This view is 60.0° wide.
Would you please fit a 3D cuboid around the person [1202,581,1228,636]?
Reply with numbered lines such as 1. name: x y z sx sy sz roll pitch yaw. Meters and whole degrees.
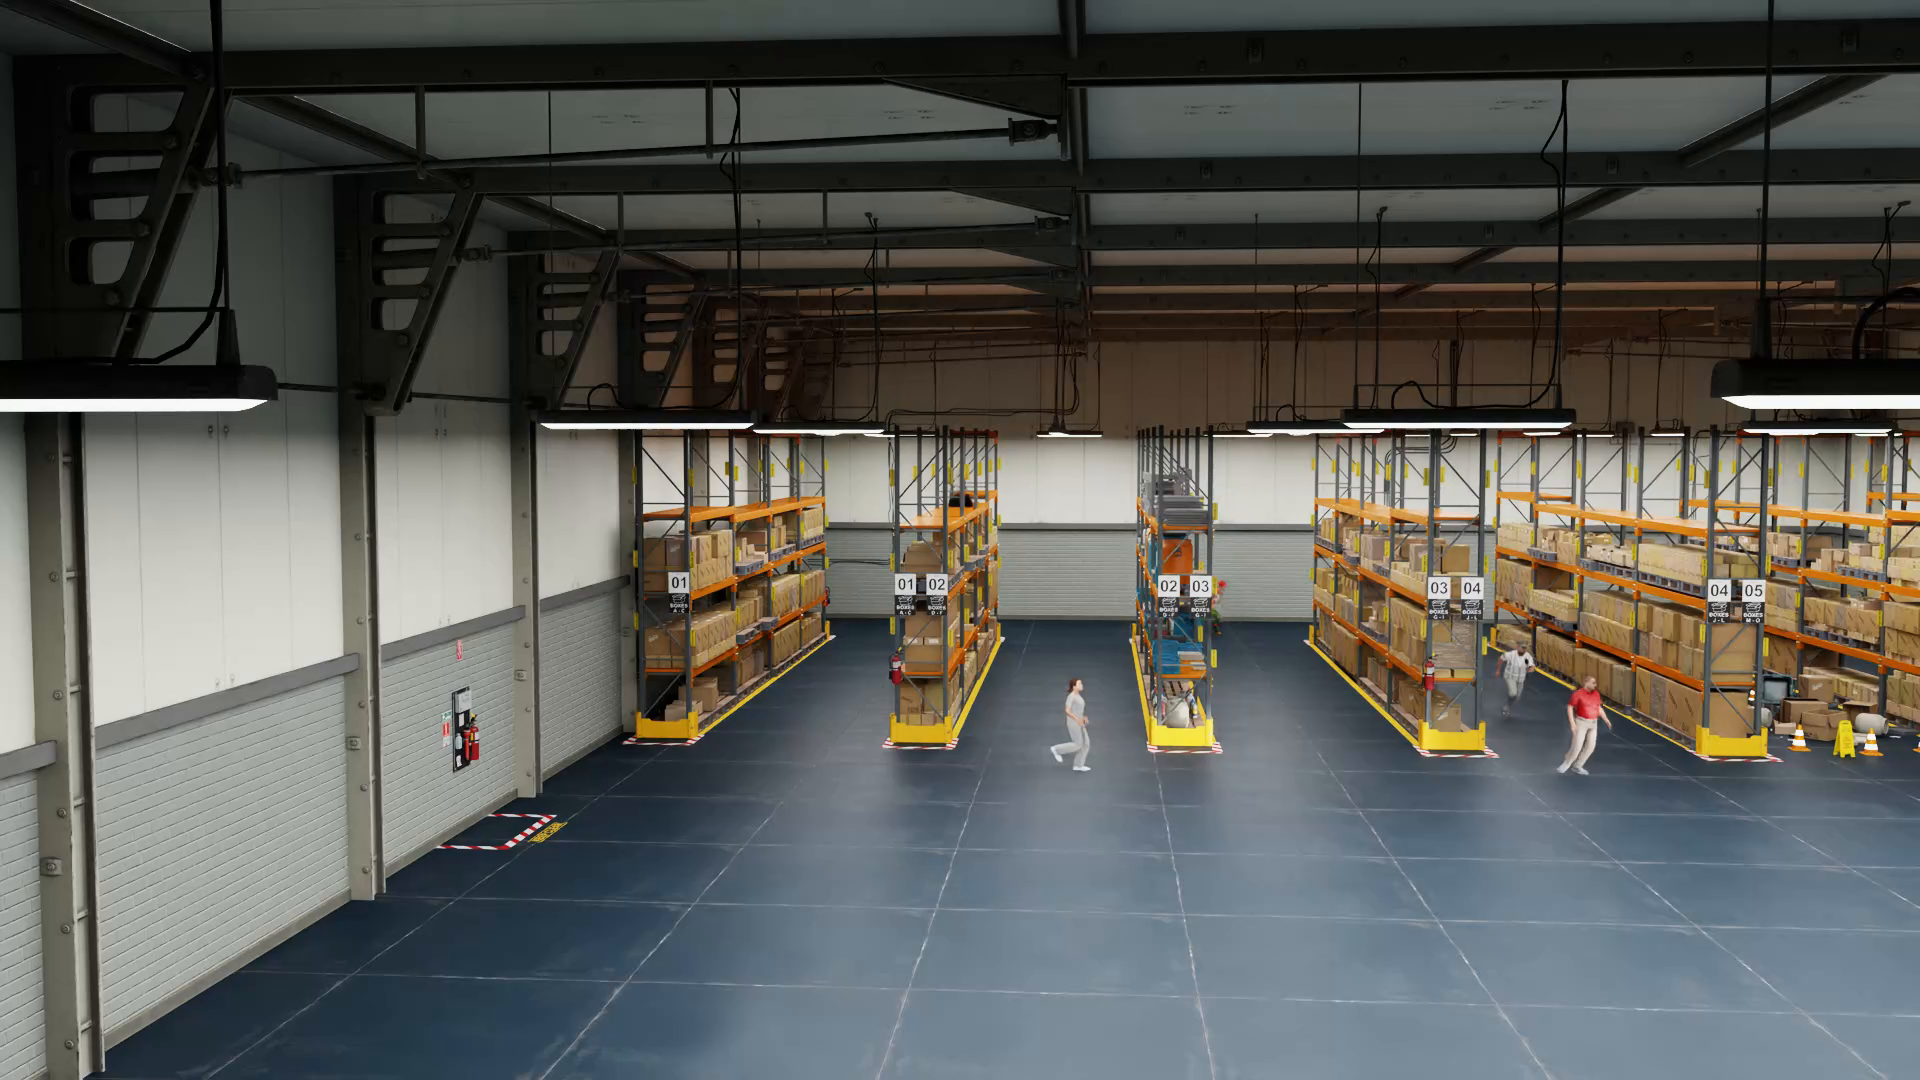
1. person: 7.278 1.989 48.737 1.135 1.604 0.688 2 4 24

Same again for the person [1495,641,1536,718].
1. person: 11.405 2.844 34.097 0.669 1.625 0.970 0 3 -8

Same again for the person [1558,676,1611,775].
1. person: 10.663 3.179 28.397 0.783 1.719 0.604 -2 4 -24

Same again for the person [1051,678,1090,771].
1. person: 1.938 3.185 28.800 0.695 1.621 0.575 1 4 22
